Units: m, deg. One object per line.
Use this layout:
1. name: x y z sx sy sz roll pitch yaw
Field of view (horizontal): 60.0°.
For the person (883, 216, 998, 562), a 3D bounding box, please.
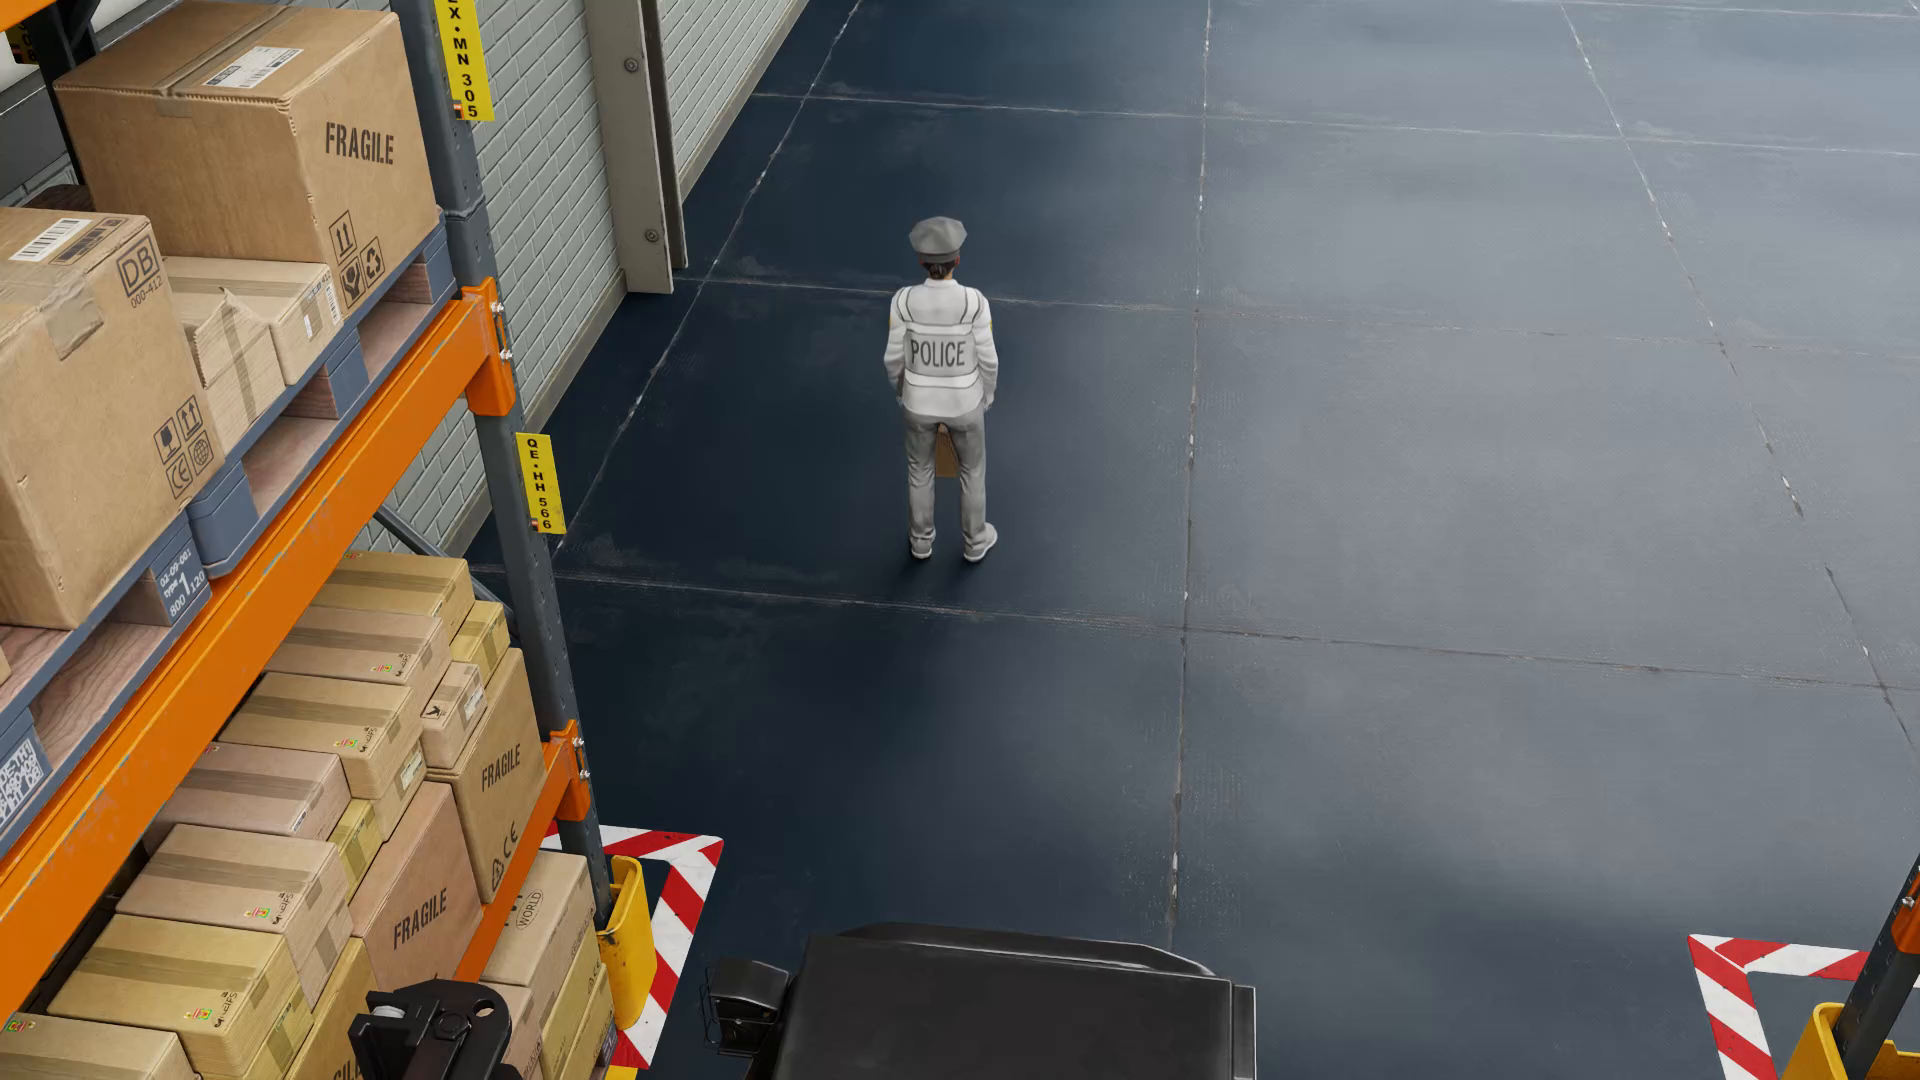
1. person: -0.080 -0.629 7.494 0.509 1.671 0.361 3 36 5
